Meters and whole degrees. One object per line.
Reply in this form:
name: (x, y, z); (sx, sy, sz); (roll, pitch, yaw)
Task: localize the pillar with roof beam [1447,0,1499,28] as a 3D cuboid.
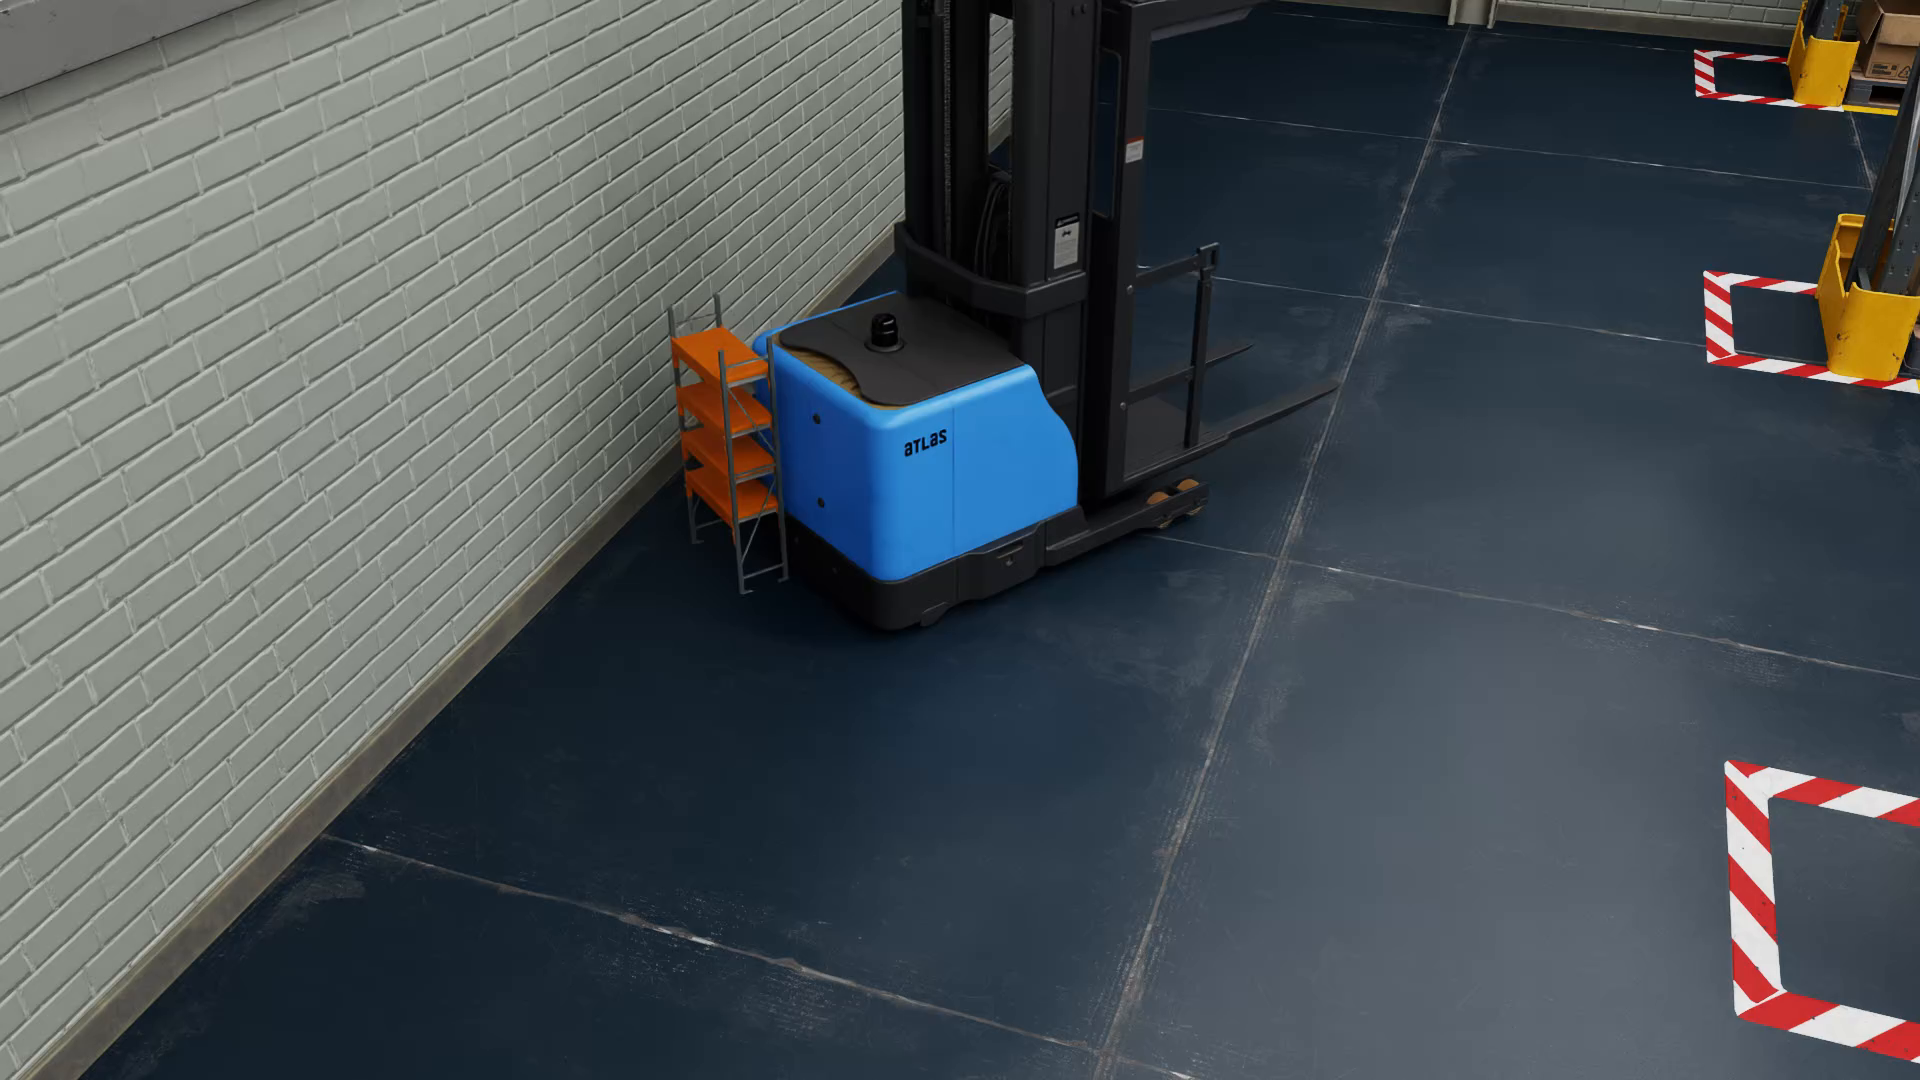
pillar with roof beam: (3.156, -6.251, 9.135); (0.400, 9.000, 9.100); (11, 34, 16)

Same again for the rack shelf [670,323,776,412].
rack shelf: (-1.008, -0.737, 7.061); (0.258, 0.148, 0.480); (-19, 38, -27)

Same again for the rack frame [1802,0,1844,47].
rack frame: (6.842, -4.975, 12.690); (0.127, 3.000, 1.000); (11, 34, 16)

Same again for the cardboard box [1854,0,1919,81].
cardboard box: (7.386, -3.942, 13.005); (0.637, 0.503, 0.797); (10, 34, 15)

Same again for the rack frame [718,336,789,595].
rack frame: (-0.875, -0.296, 7.102); (0.240, 1.200, 0.015); (-19, 38, -27)

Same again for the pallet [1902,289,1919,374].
pallet: (5.950, -1.162, 9.355); (1.213, 0.211, 1.003); (11, 34, 16)

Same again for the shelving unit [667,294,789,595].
shelving unit: (-1.008, -0.407, 7.274); (0.258, 1.200, 0.503); (-19, 38, -27)

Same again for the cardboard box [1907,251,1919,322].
cardboard box: (5.826, -1.470, 9.236); (0.875, 0.438, 0.875); (10, 34, 15)

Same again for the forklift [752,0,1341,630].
forklift: (0.567, -1.494, 7.361); (3.031, 2.935, 1.130); (-23, 39, -31)

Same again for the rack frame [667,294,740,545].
rack frame: (-1.141, -0.518, 7.446); (0.240, 1.200, 0.015); (-19, 38, -27)

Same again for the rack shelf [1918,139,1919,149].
rack shelf: (7.054, -1.771, 8.391); (4.000, 0.370, 1.077); (11, 34, 16)

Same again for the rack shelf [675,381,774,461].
rack shelf: (-1.008, -0.539, 7.189); (0.258, 0.148, 0.480); (-19, 38, -27)

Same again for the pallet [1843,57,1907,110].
pallet: (7.665, -3.644, 13.199); (1.213, 0.211, 1.003); (11, 34, 16)

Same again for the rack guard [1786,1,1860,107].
rack guard: (6.914, -3.911, 13.346); (0.348, 0.500, 1.175); (11, 34, 16)

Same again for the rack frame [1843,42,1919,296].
rack frame: (5.171, -2.440, 8.763); (0.127, 3.000, 1.000); (11, 34, 16)

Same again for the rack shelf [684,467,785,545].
rack shelf: (-1.008, -0.184, 7.419); (0.258, 0.148, 0.480); (-19, 38, -27)

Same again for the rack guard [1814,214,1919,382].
rack guard: (5.149, -1.394, 9.448); (0.348, 0.500, 1.175); (11, 34, 16)

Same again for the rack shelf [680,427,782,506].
rack shelf: (-1.008, -0.351, 7.311); (0.258, 0.148, 0.480); (-19, 38, -27)
